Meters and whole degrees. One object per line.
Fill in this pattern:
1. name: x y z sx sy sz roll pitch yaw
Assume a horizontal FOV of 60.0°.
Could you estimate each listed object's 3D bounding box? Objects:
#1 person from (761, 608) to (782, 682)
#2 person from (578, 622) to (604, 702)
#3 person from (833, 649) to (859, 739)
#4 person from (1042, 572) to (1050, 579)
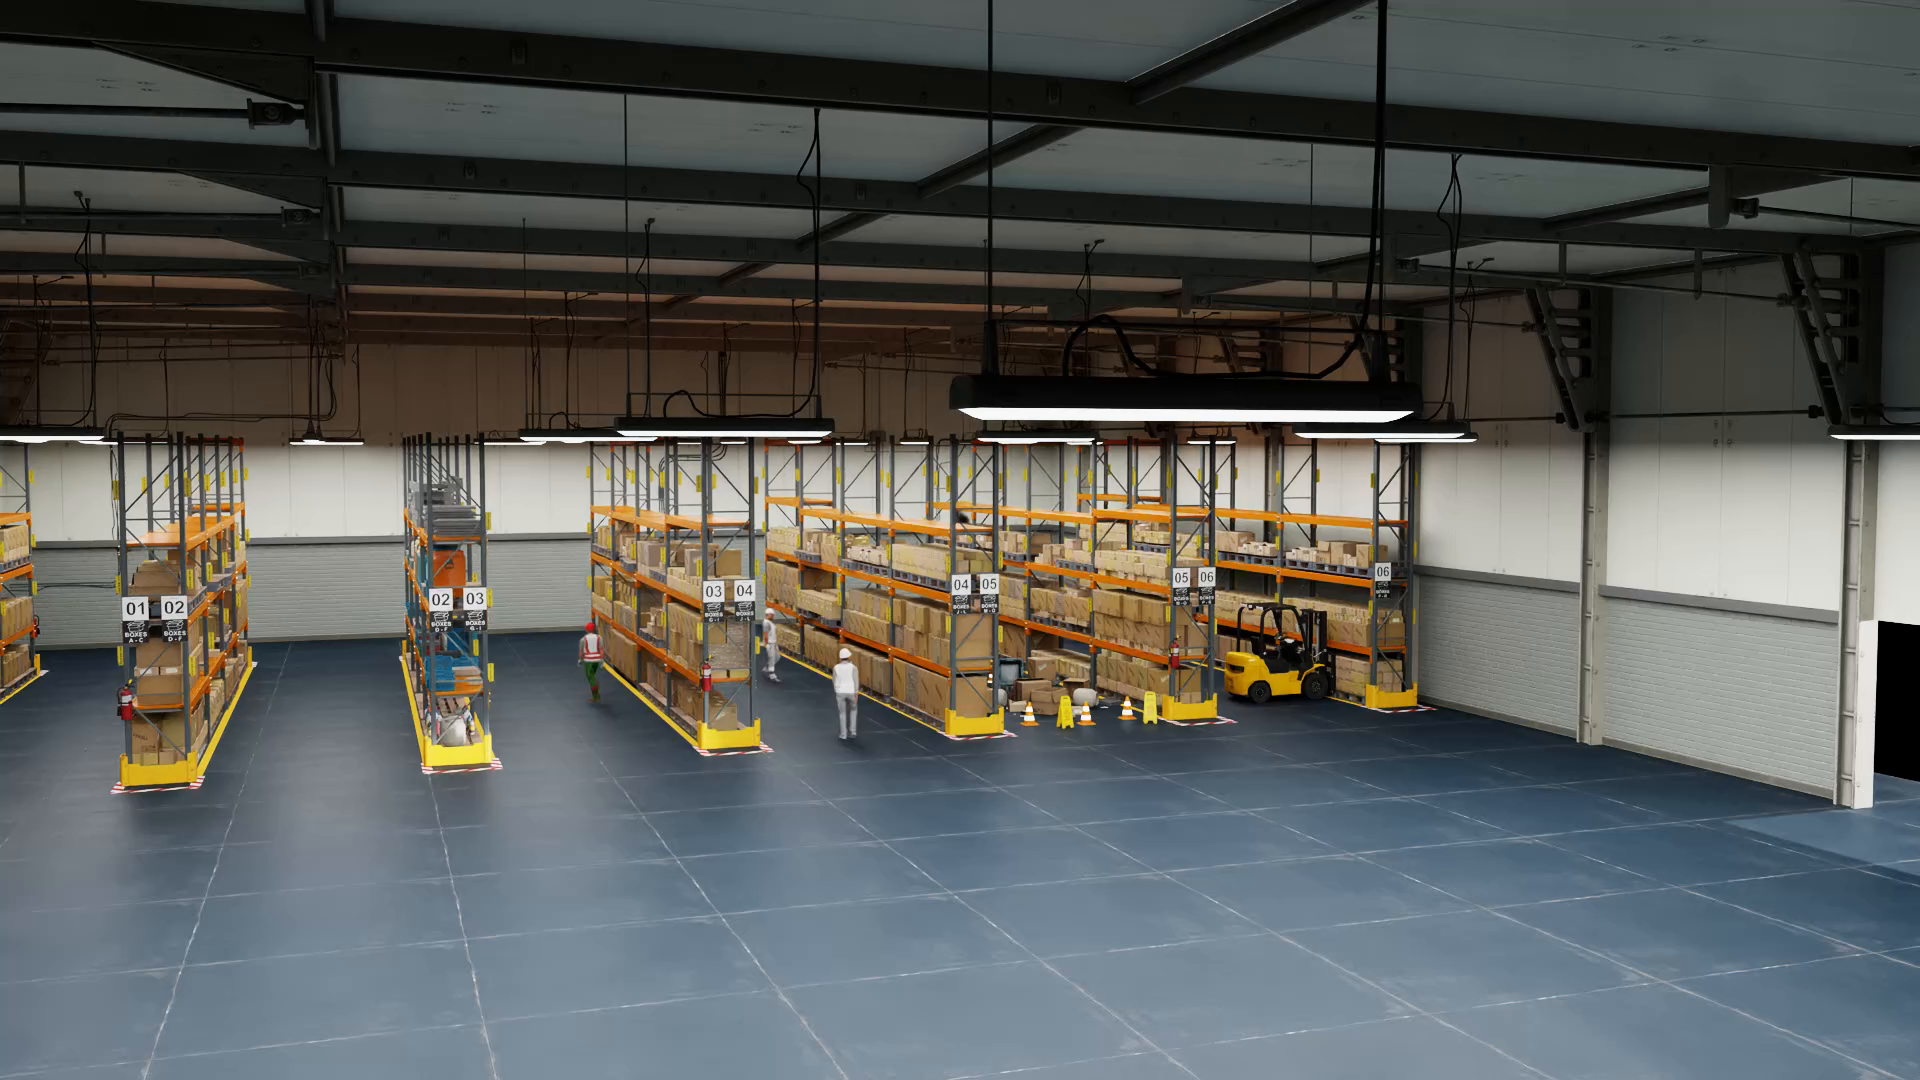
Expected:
1. person: -4.640 2.577 40.905 0.592 1.801 0.640 0 3 6
2. person: -8.334 2.760 37.424 0.525 1.831 0.514 2 4 27
3. person: -2.238 3.043 32.695 0.527 1.834 0.571 0 3 -1
4. person: 2.488 1.869 49.660 0.552 1.801 0.646 2 4 38
